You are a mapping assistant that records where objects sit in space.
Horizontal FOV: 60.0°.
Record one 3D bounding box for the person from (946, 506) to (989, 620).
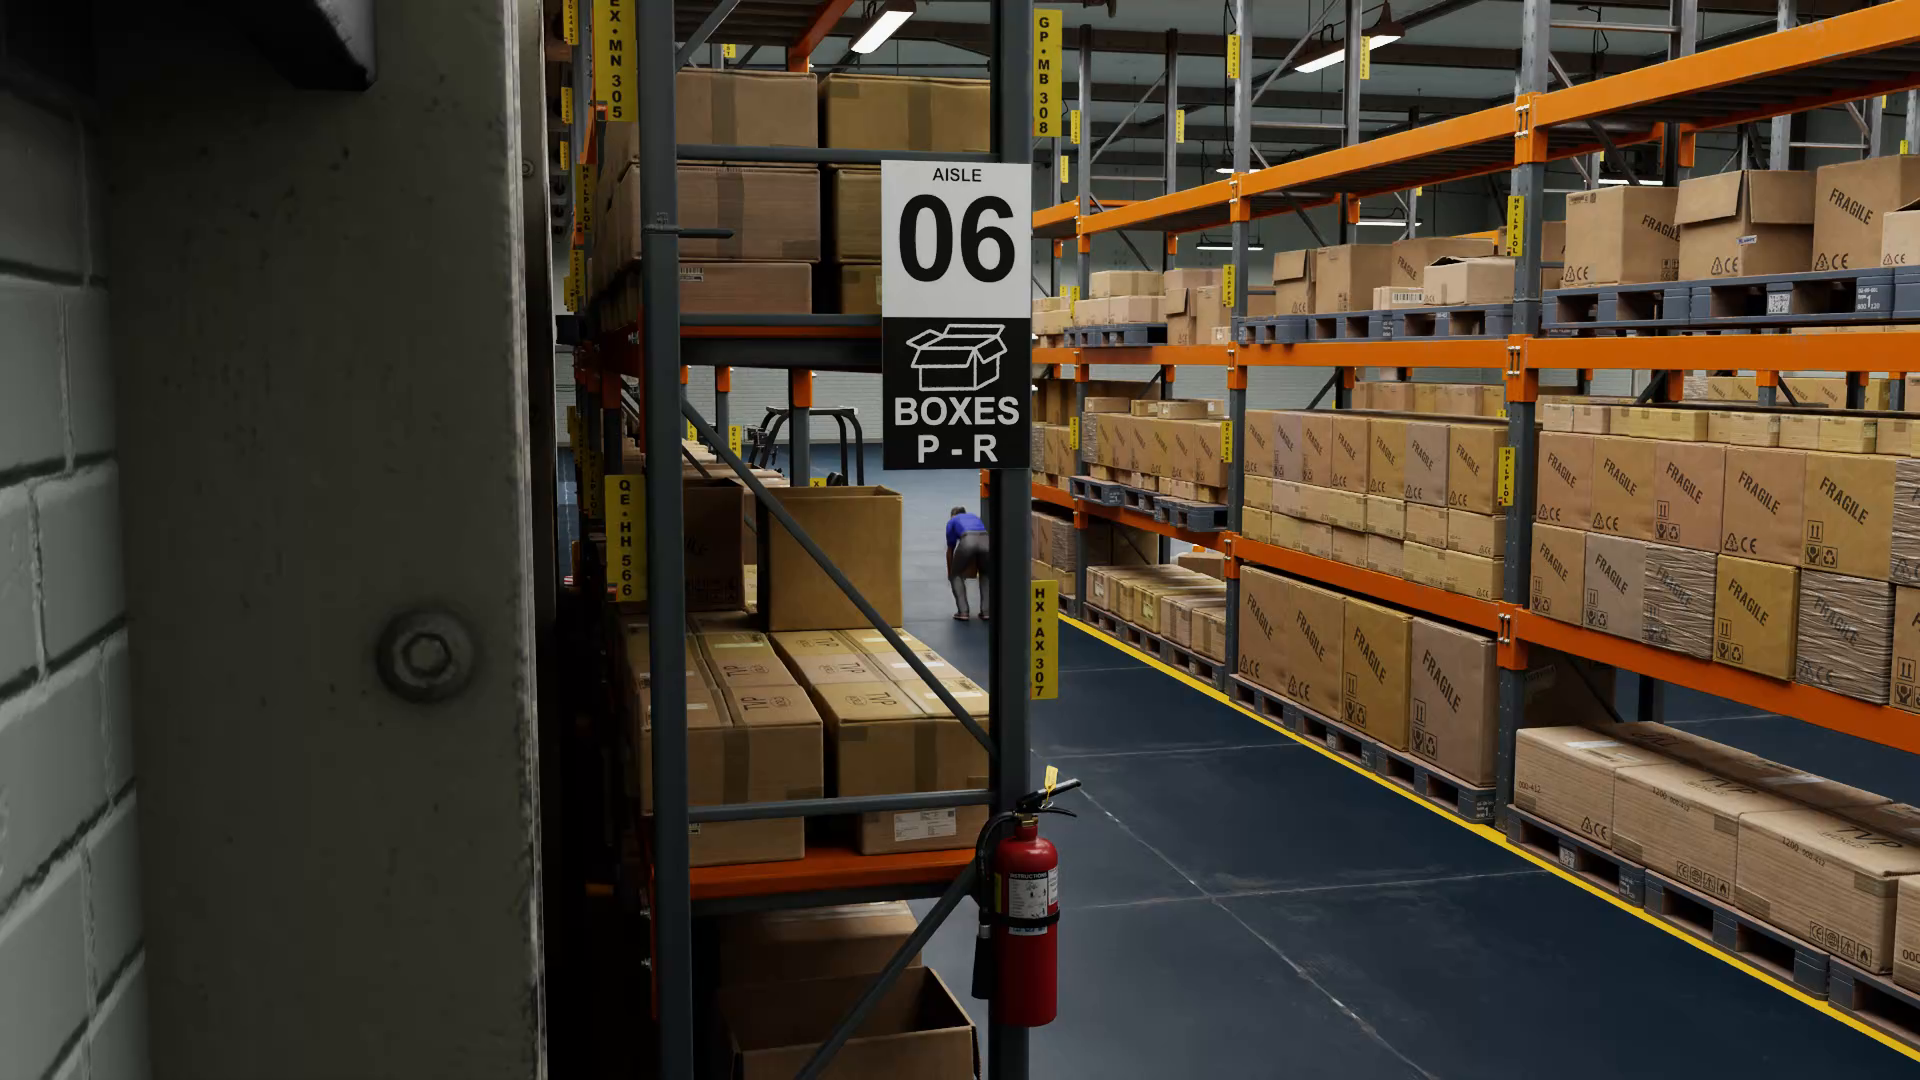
[{"bbox_3d":[0.087,0.237,17.426,0.443,1.144,0.843,-2,6,-16],"label":"person"}]
